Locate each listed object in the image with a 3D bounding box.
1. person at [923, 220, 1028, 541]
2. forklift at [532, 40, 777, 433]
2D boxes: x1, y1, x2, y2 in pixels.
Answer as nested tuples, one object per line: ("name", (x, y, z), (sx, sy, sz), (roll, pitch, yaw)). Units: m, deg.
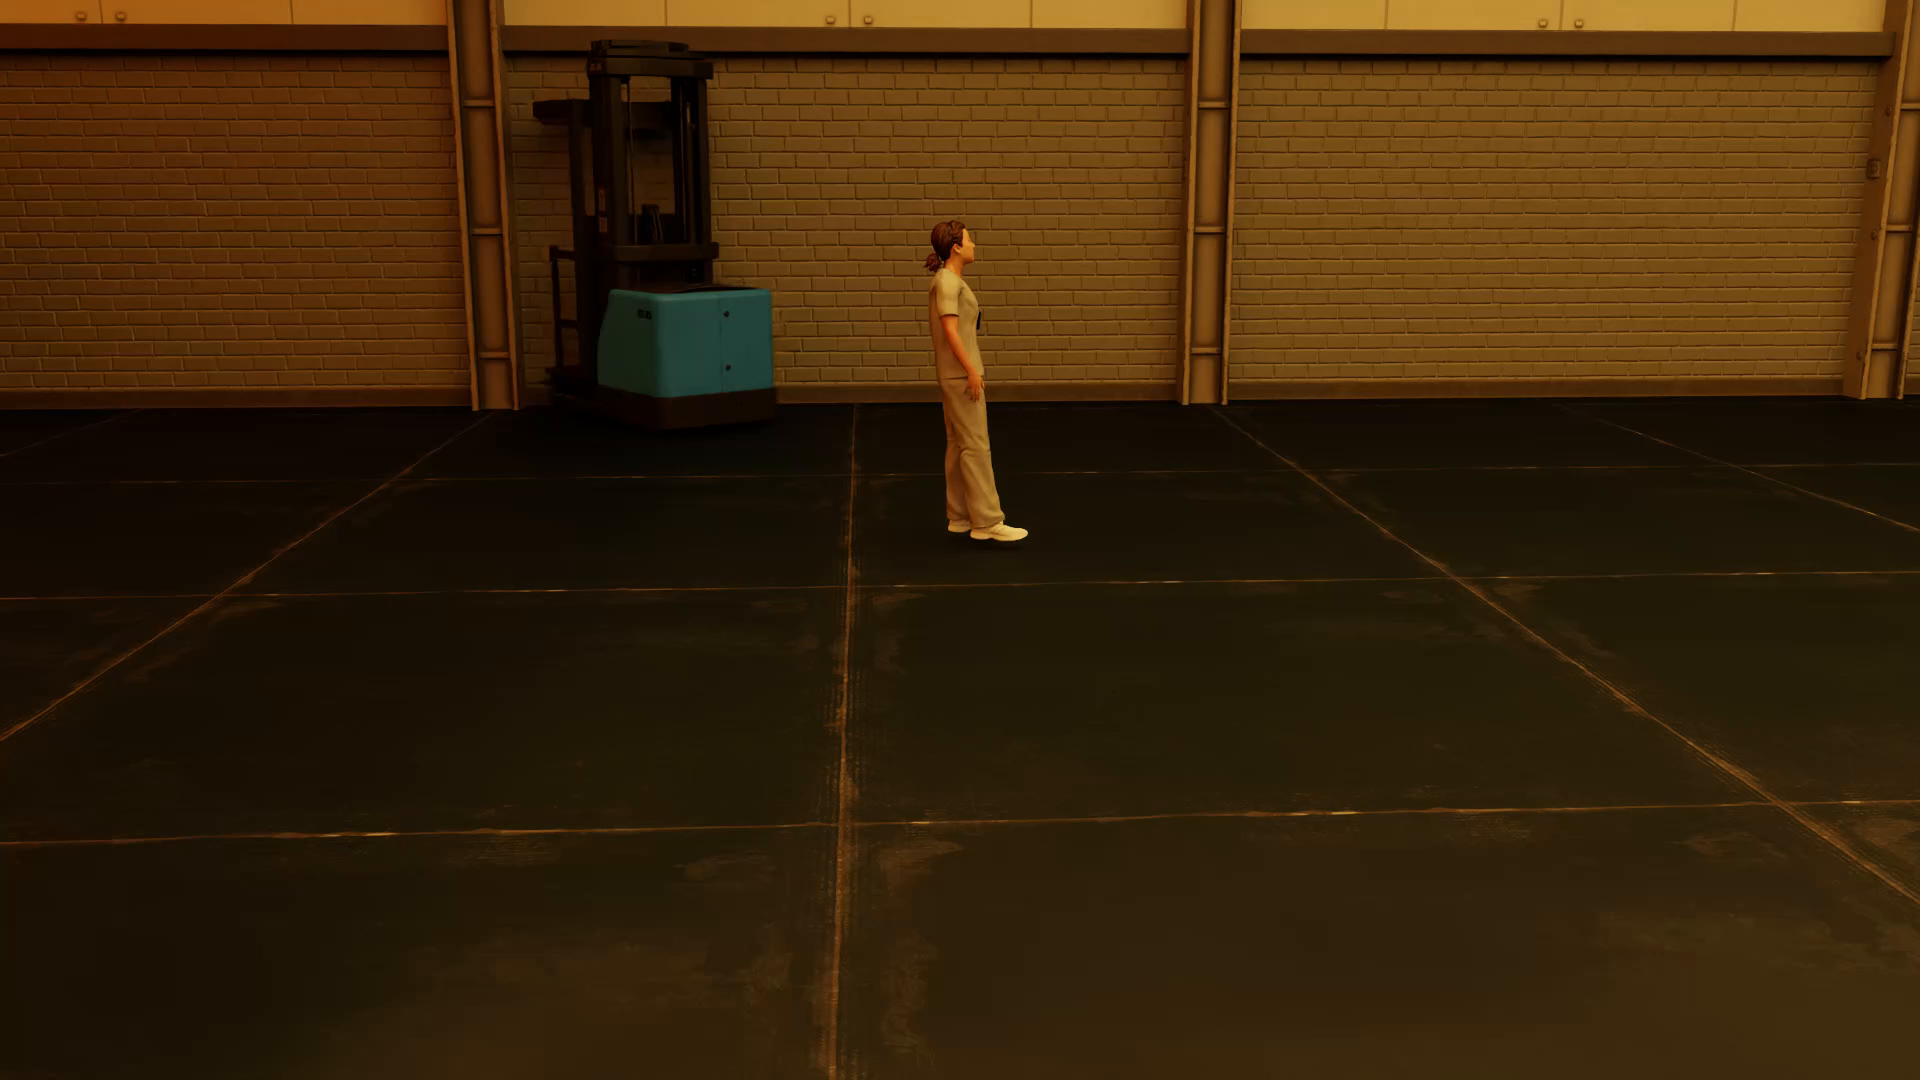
("person", (0.075, -0.862, 8.899), (0.547, 1.673, 0.549), (-1, 13, -3))
("forklift", (-2.742, -2.506, 13.561), (1.130, 2.935, 3.031), (-10, 16, -37))
